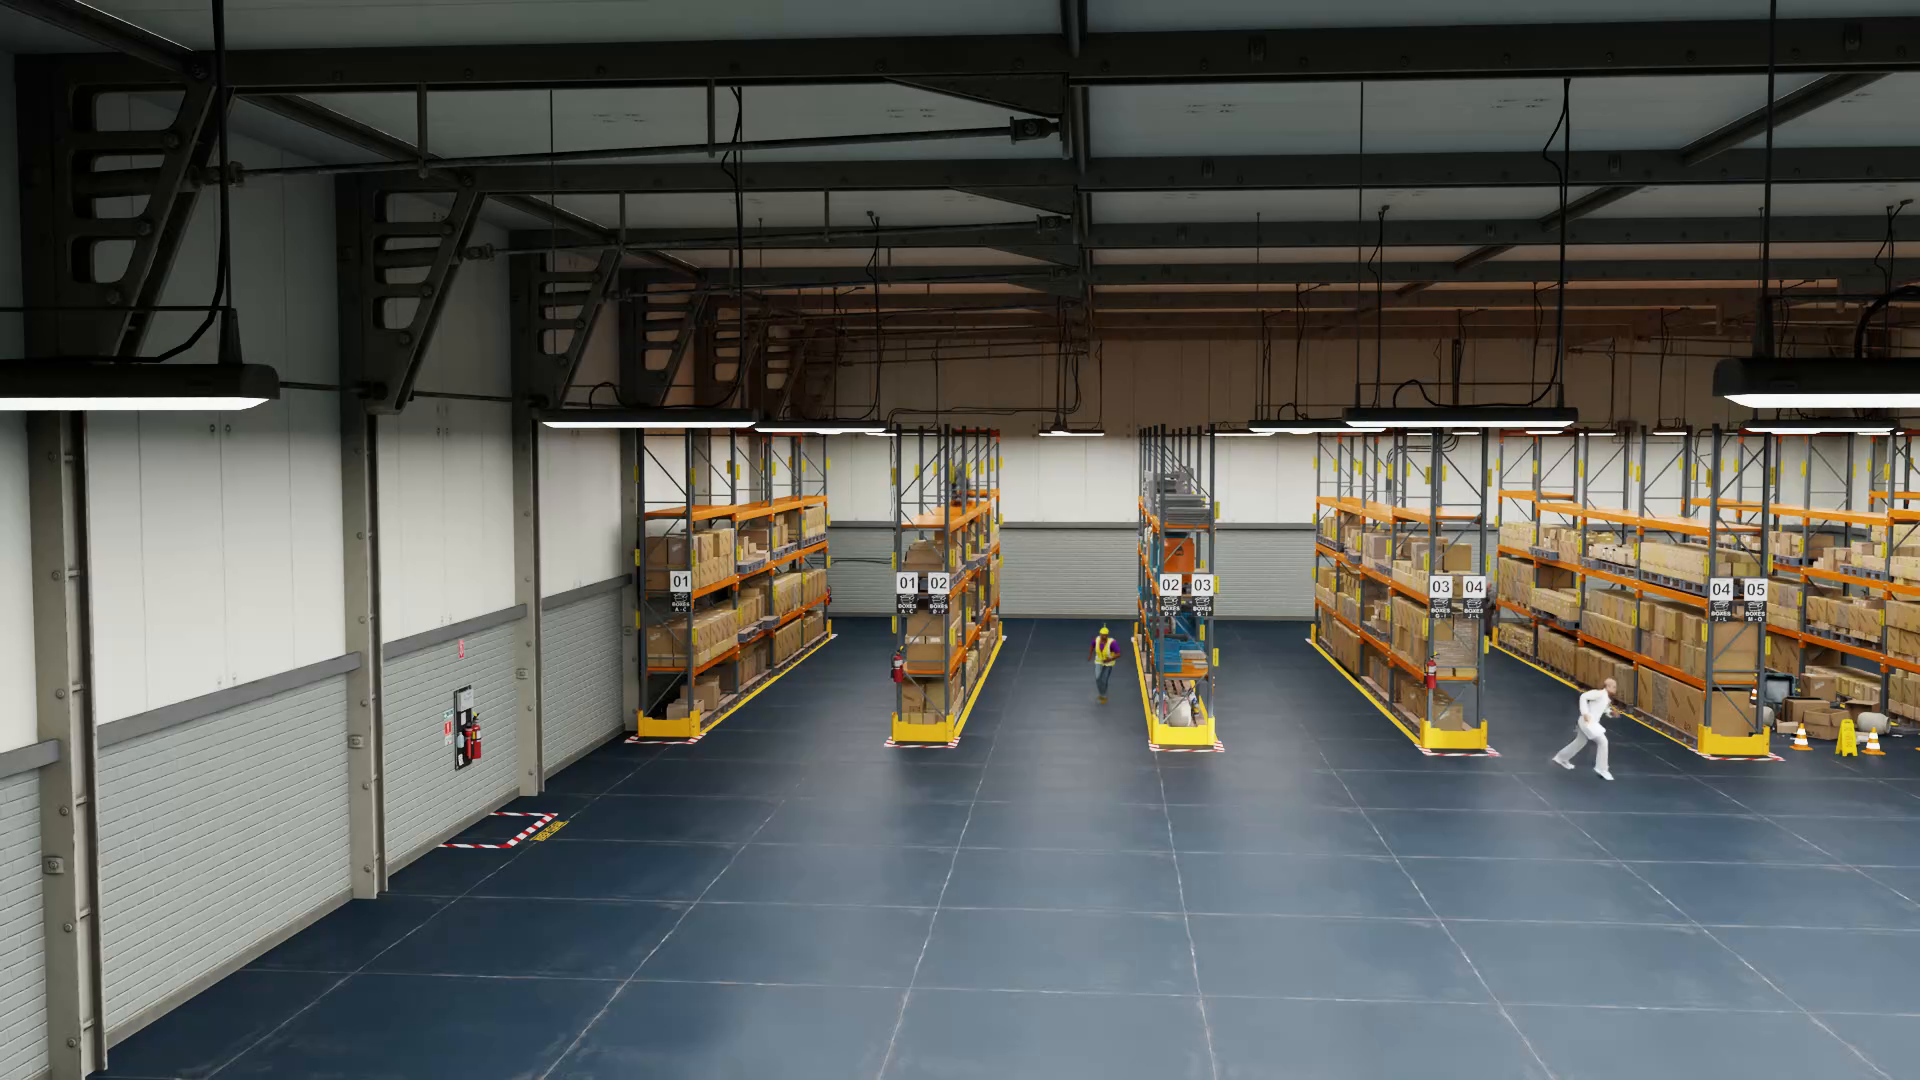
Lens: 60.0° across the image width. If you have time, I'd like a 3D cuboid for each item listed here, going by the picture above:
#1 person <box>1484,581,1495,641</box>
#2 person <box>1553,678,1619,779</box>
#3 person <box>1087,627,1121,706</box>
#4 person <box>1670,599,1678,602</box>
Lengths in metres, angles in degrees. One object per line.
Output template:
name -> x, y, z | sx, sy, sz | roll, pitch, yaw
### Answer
person -> 14.923, 2.004, 47.191 | 0.605, 1.686, 0.677 | 0, 3, -2
person -> 10.618, 3.188, 28.236 | 1.060, 1.744, 0.753 | 3, 4, 37
person -> 3.135, 2.700, 36.051 | 0.749, 1.695, 0.872 | 1, 4, 13
person -> 20.419, 2.056, 47.276 | 0.662, 1.569, 0.506 | -1, 4, -9
